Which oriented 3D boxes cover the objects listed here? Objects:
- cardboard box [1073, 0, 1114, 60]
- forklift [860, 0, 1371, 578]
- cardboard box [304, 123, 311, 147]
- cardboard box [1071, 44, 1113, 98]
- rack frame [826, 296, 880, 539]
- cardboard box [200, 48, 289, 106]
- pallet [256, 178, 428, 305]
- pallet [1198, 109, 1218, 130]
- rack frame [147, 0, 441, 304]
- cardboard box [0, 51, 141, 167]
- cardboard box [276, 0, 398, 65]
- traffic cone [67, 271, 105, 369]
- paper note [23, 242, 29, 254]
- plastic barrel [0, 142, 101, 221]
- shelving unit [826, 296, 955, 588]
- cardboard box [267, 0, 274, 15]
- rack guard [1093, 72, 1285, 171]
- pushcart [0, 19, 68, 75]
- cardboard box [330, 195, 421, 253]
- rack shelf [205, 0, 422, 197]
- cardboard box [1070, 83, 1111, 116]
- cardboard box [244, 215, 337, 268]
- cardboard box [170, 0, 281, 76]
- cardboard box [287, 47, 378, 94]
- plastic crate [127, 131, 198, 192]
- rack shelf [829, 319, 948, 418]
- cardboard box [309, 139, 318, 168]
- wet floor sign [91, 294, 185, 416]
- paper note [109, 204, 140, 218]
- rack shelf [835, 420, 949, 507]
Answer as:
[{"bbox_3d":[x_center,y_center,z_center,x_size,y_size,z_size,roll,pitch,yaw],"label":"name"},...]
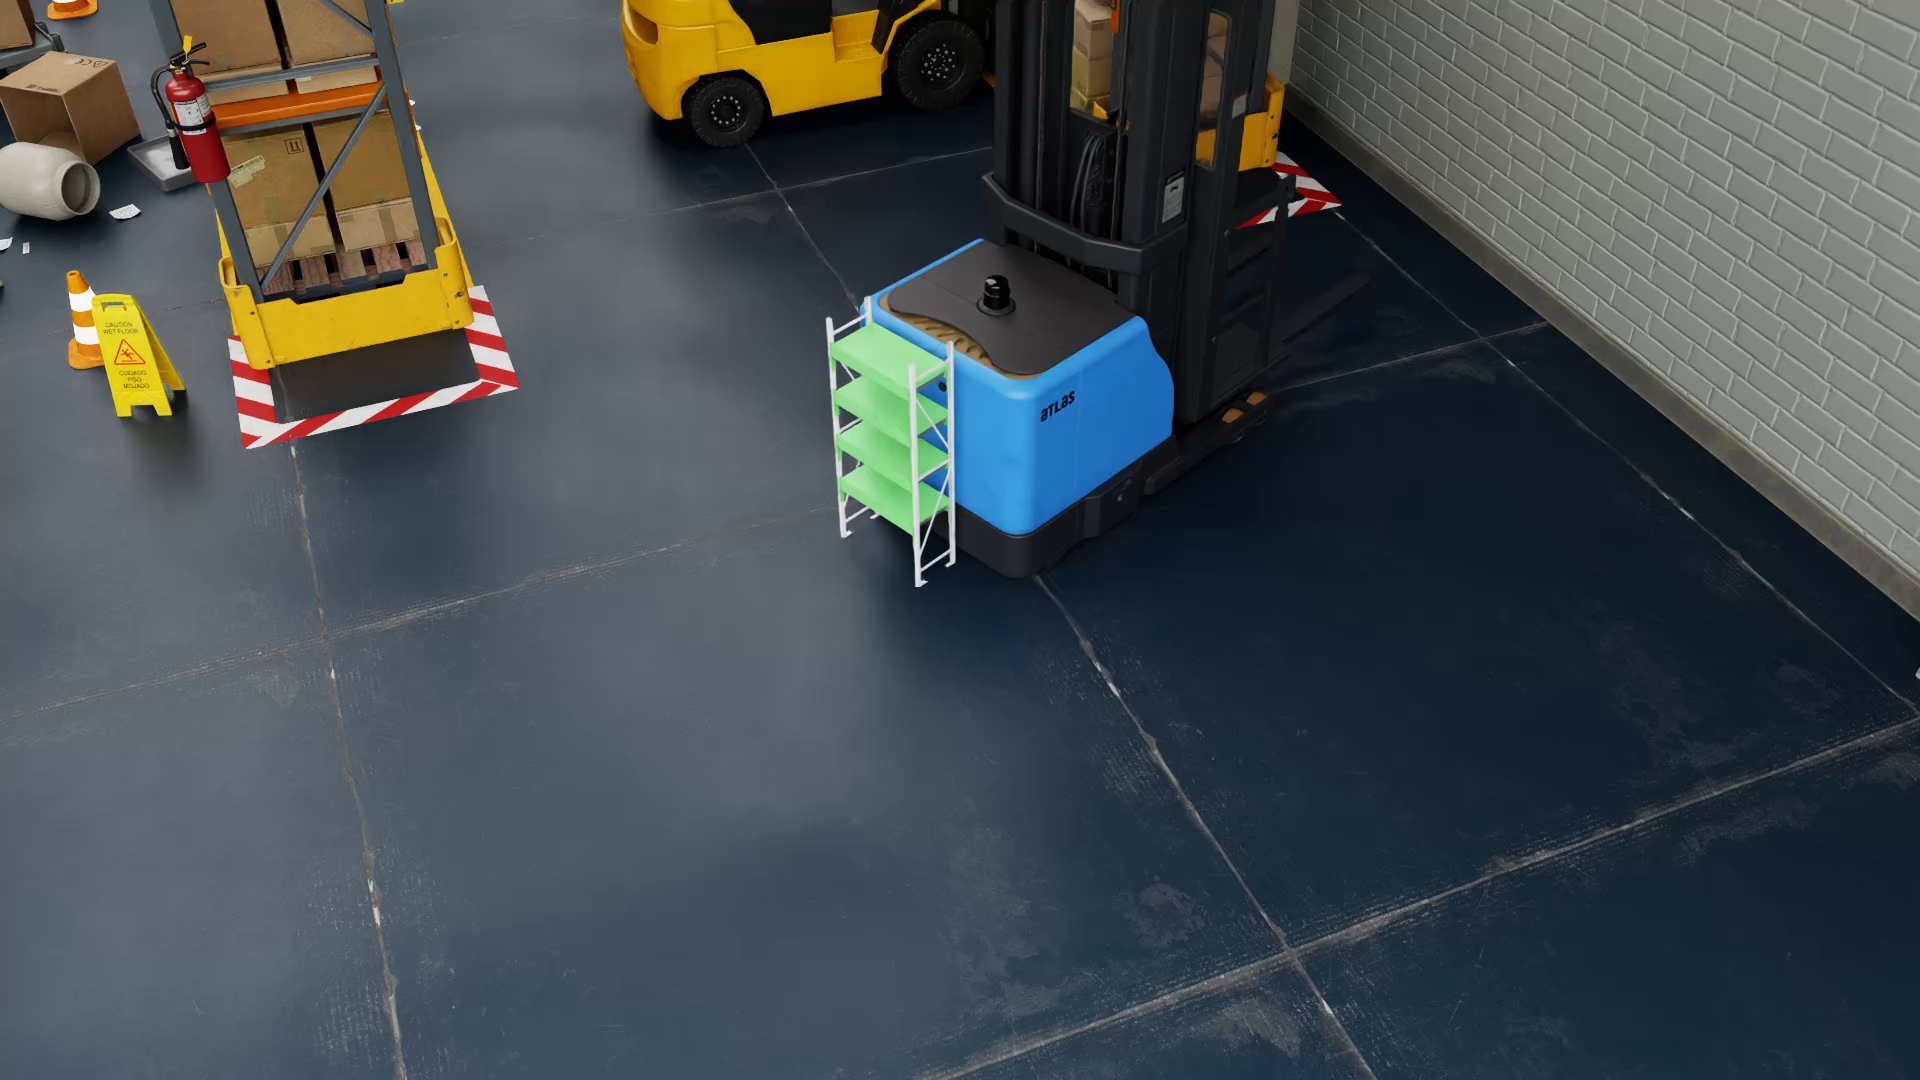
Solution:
[{"bbox_3d":[0.916,-3.156,10.057,0.500,0.250,0.500,-14,43,-15],"label":"cardboard box"},{"bbox_3d":[0.932,-1.805,7.520,1.130,2.935,3.031,32,50,32],"label":"forklift"},{"bbox_3d":[-3.955,-2.352,9.314,0.500,0.500,0.500,-14,43,-15],"label":"cardboard box"},{"bbox_3d":[0.905,-2.982,10.239,0.500,0.250,0.500,-16,43,-17],"label":"cardboard box"},{"bbox_3d":[-0.464,-0.519,7.351,0.015,1.200,0.240,32,50,32],"label":"rack frame"},{"bbox_3d":[-3.545,-2.296,8.231,0.380,0.149,0.250,-14,43,-15],"label":"cardboard box"},{"bbox_3d":[-3.512,-1.706,9.491,1.003,0.211,1.213,-15,43,-17],"label":"pallet"},{"bbox_3d":[1.049,-2.853,10.824,1.003,0.211,1.213,-15,43,-17],"label":"pallet"},{"bbox_3d":[-3.204,-2.220,7.949,1.000,3.000,0.127,-15,43,-17],"label":"rack frame"},{"bbox_3d":[-5.582,-2.697,10.420,0.500,0.500,0.500,12,42,13],"label":"cardboard box"},{"bbox_3d":[-3.129,-2.725,8.232,0.500,0.500,0.500,-16,43,-18],"label":"cardboard box"},{"bbox_3d":[-4.561,-1.195,8.703,0.336,0.463,0.334,-15,43,-17],"label":"traffic cone"},{"bbox_3d":[-5.407,-1.691,9.627,0.032,0.001,0.123,-15,43,-17],"label":"paper note"},{"bbox_3d":[-5.393,-2.109,9.797,0.512,0.421,0.421,12,42,13],"label":"plastic barrel"},{"bbox_3d":[-0.288,-0.409,7.222,0.503,1.200,0.258,32,50,32],"label":"shelving unit"},{"bbox_3d":[-3.917,-2.918,8.954,0.380,0.149,0.250,-15,43,-16],"label":"cardboard box"},{"bbox_3d":[1.389,-2.498,10.190,1.175,0.500,0.348,-15,43,-17],"label":"rack guard"},{"bbox_3d":[-6.822,-3.036,10.910,1.648,0.377,0.936,-31,49,-31],"label":"pushcart"},{"bbox_3d":[-3.257,-1.891,9.354,0.500,0.250,0.500,-15,43,-17],"label":"cardboard box"},{"bbox_3d":[-3.970,-3.152,9.585,1.077,0.370,4.000,-15,43,-17],"label":"rack shelf"},{"bbox_3d":[0.909,-2.781,10.389,0.500,0.250,0.500,-15,43,-17],"label":"cardboard box"},{"bbox_3d":[-3.771,-1.771,9.214,0.500,0.250,0.500,-15,43,-17],"label":"cardboard box"},{"bbox_3d":[-3.667,-2.628,8.120,0.500,0.500,0.500,-16,43,-18],"label":"cardboard box"},{"bbox_3d":[-3.143,-2.381,8.329,0.380,0.149,0.250,-15,43,-17],"label":"cardboard box"},{"bbox_3d":[-4.892,-2.372,10.365,0.402,0.080,0.583,-31,49,-31],"label":"plastic crate"},{"bbox_3d":[-0.290,-0.723,6.949,0.480,0.148,0.258,32,50,32],"label":"rack shelf"},{"bbox_3d":[-4.158,-2.384,9.927,0.500,0.250,0.500,-17,43,-18],"label":"cardboard box"},{"bbox_3d":[-4.120,-0.946,8.273,0.267,0.644,0.232,-2,41,-2],"label":"wet floor sign"},{"bbox_3d":[-4.984,-1.962,9.926,0.142,0.019,0.148,-31,49,-31],"label":"paper note"},{"bbox_3d":[-0.288,-0.360,7.264,0.480,0.148,0.258,32,50,32],"label":"rack shelf"}]
